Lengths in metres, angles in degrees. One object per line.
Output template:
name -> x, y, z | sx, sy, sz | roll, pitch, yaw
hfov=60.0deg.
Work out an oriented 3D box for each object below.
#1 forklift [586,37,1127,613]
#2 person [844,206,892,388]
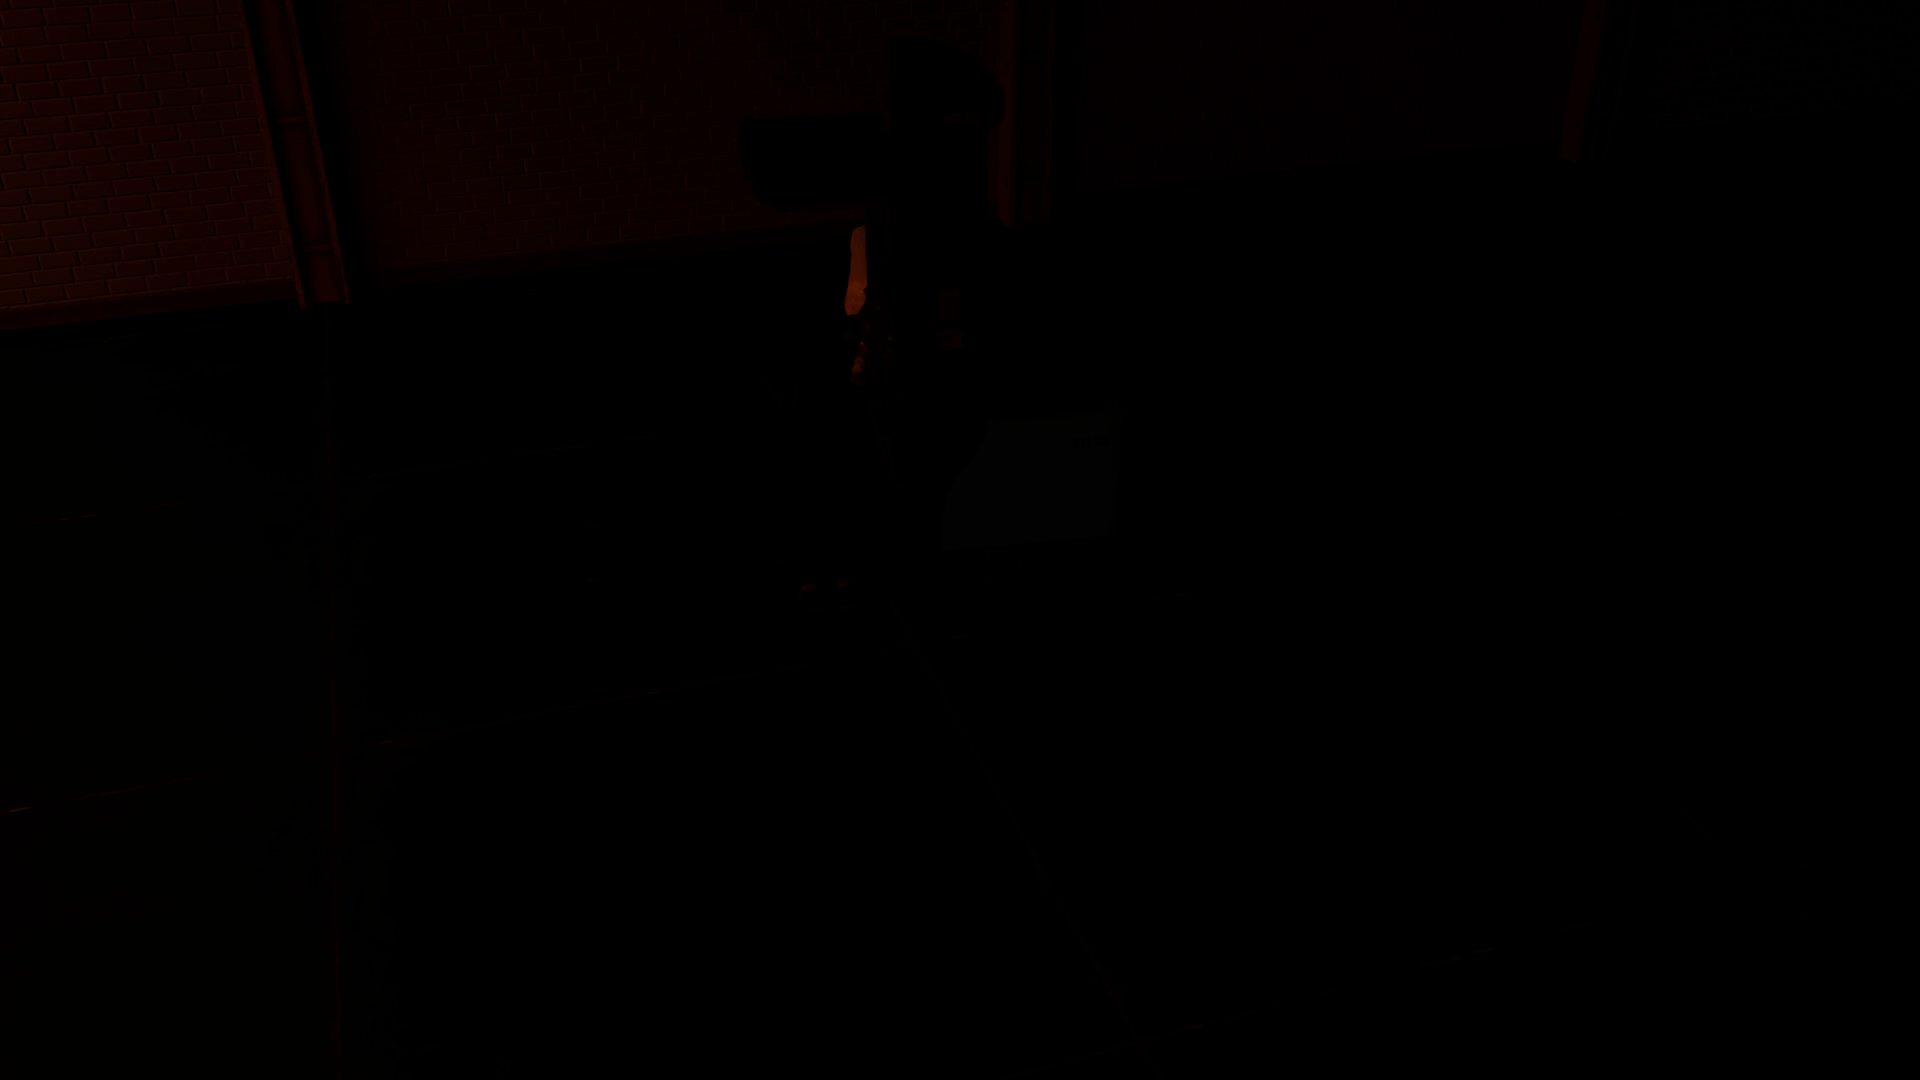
forklift -> -0.634, -1.150, 9.085 | 3.031, 2.935, 1.130 | -5, 30, -9
person -> -0.390, -1.746, 11.571 | 0.796, 1.482, 0.979 | 19, 35, 30
